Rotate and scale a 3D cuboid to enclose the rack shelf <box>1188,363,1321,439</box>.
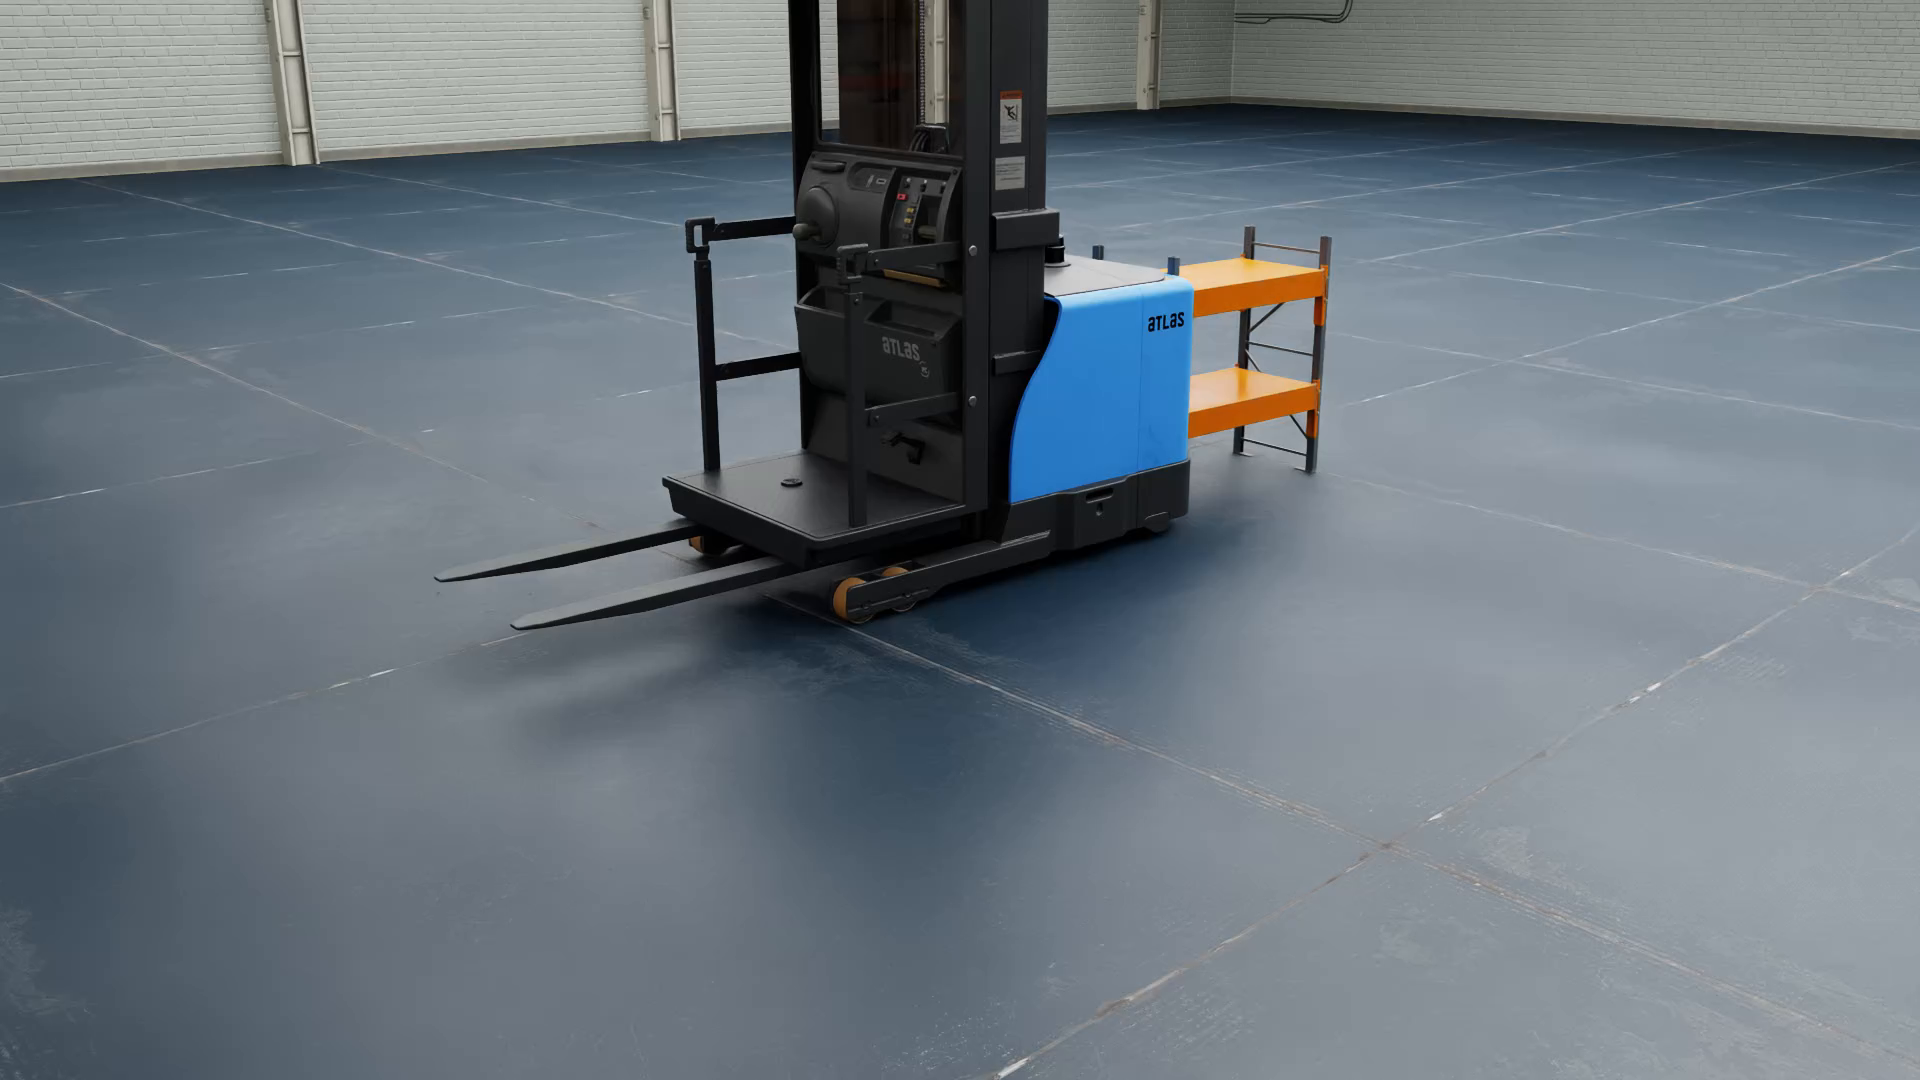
[{"bbox_3d":[1.149,-0.583,7.753,1.000,0.278,0.538,-14,23,-38],"label":"rack shelf"}]

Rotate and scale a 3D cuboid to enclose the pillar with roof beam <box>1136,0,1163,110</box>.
[{"bbox_3d":[6.891,-12.356,30.505,0.400,9.000,9.100,-16,24,-41],"label":"pillar with roof beam"}]

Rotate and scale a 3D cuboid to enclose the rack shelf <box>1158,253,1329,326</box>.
[{"bbox_3d":[1.149,-1.094,7.587,1.000,0.278,0.538,-14,23,-38],"label":"rack shelf"}]

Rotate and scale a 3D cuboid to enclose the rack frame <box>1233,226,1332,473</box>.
[{"bbox_3d":[1.539,-0.916,7.987,0.032,1.125,0.500,-14,23,-38],"label":"rack frame"}]

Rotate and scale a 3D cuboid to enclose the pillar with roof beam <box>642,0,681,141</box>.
[{"bbox_3d":[-1.829,-9.814,22.662,0.400,9.000,9.100,-16,24,-41],"label":"pillar with roof beam"}]

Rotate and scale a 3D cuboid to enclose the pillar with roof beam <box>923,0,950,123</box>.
[{"bbox_3d":[2.531,-11.085,26.583,0.400,9.000,9.100,-16,24,-41],"label":"pillar with roof beam"}]

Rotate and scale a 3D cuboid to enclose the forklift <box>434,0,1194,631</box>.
[{"bbox_3d":[-0.479,-1.272,6.155,3.031,2.935,1.130,-14,23,-37],"label":"forklift"}]

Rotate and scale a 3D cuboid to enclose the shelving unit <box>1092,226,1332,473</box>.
[{"bbox_3d":[1.149,-0.816,7.677,1.048,1.125,0.538,-14,23,-38],"label":"shelving unit"}]

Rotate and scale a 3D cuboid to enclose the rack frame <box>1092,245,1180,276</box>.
[{"bbox_3d":[0.758,-0.715,7.368,0.032,1.125,0.500,-14,23,-38],"label":"rack frame"}]

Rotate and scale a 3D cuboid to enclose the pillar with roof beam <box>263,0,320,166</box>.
[{"bbox_3d":[-6.188,-8.542,18.741,0.400,9.000,9.100,-16,24,-41],"label":"pillar with roof beam"}]

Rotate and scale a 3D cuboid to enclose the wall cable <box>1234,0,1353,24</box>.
[{"bbox_3d":[6.982,-12.172,34.971,0.112,2.526,3.097,-16,24,-41],"label":"wall cable"}]
